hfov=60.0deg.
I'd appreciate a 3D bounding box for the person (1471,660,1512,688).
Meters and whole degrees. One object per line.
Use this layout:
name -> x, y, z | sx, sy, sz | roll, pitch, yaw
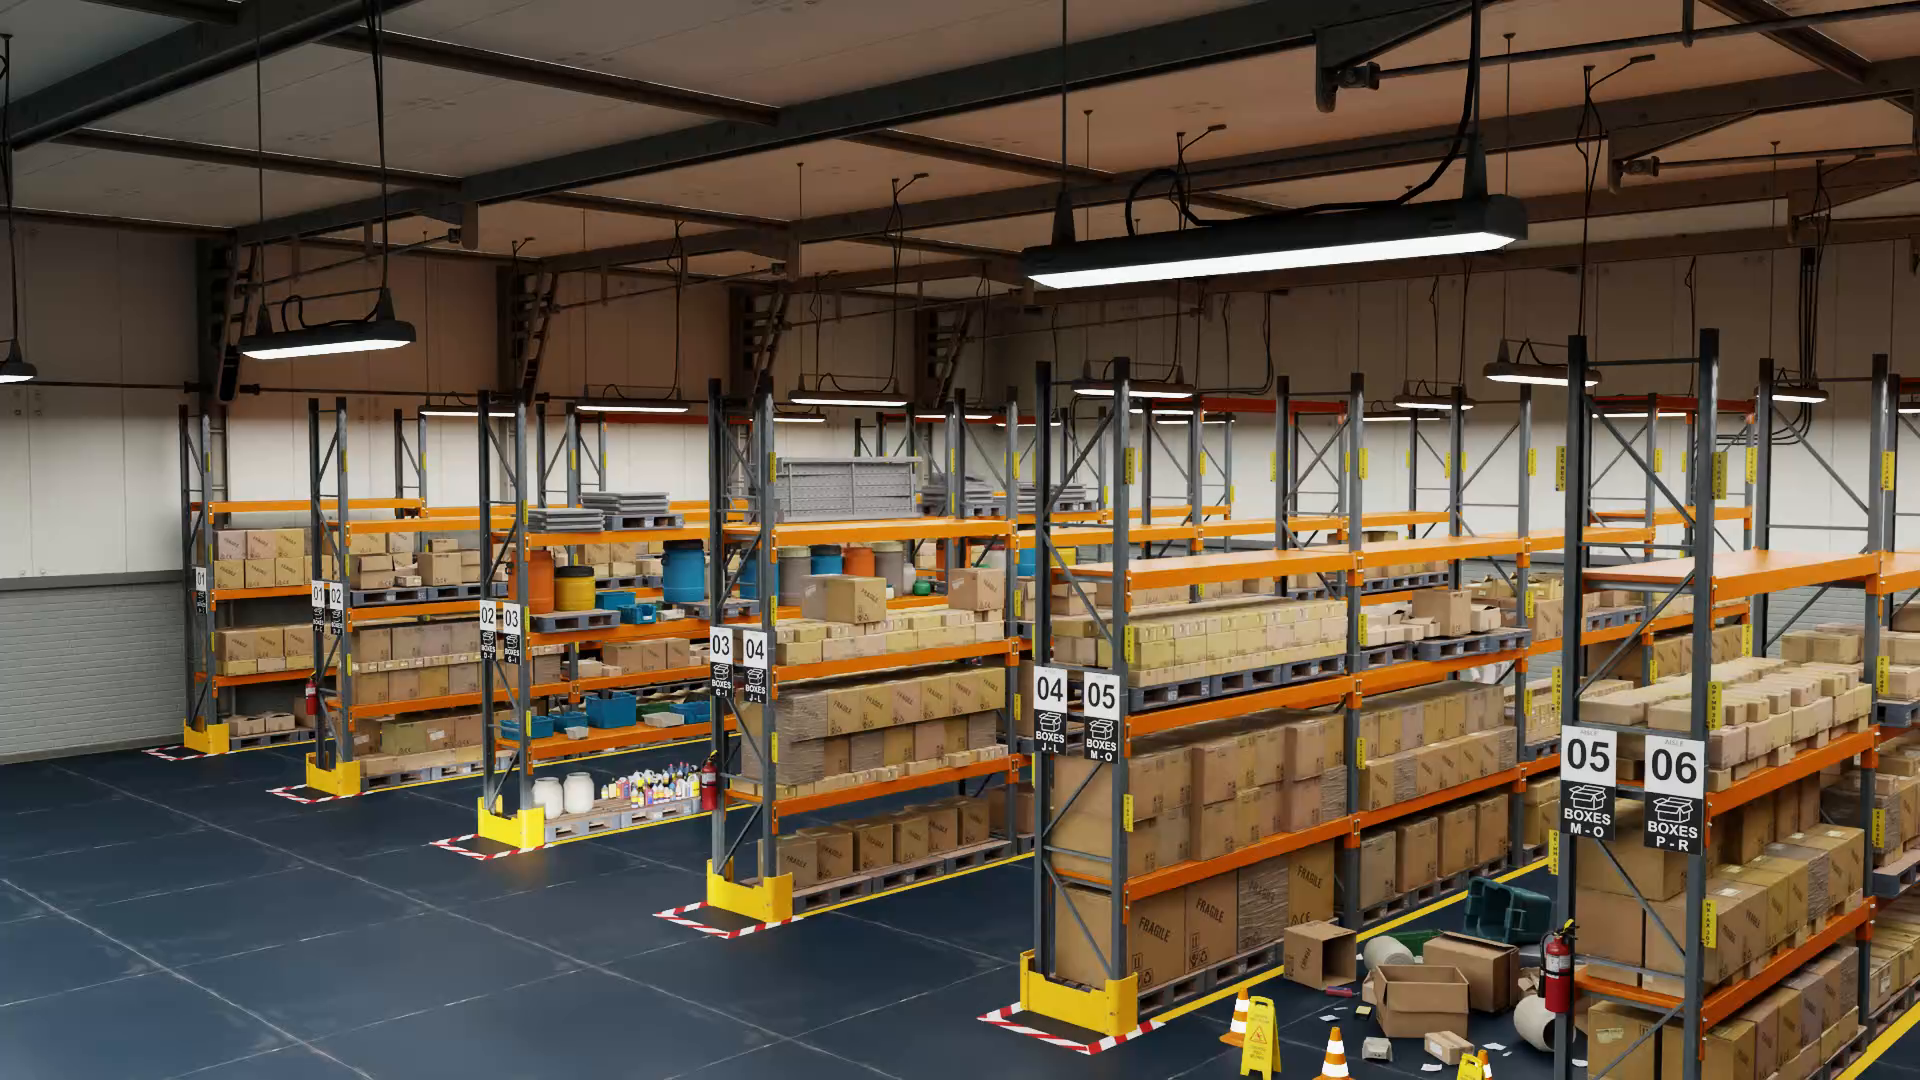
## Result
person -> 9.750, 2.722, 30.395 | 0.729, 1.773, 0.797 | -1, 3, -15
